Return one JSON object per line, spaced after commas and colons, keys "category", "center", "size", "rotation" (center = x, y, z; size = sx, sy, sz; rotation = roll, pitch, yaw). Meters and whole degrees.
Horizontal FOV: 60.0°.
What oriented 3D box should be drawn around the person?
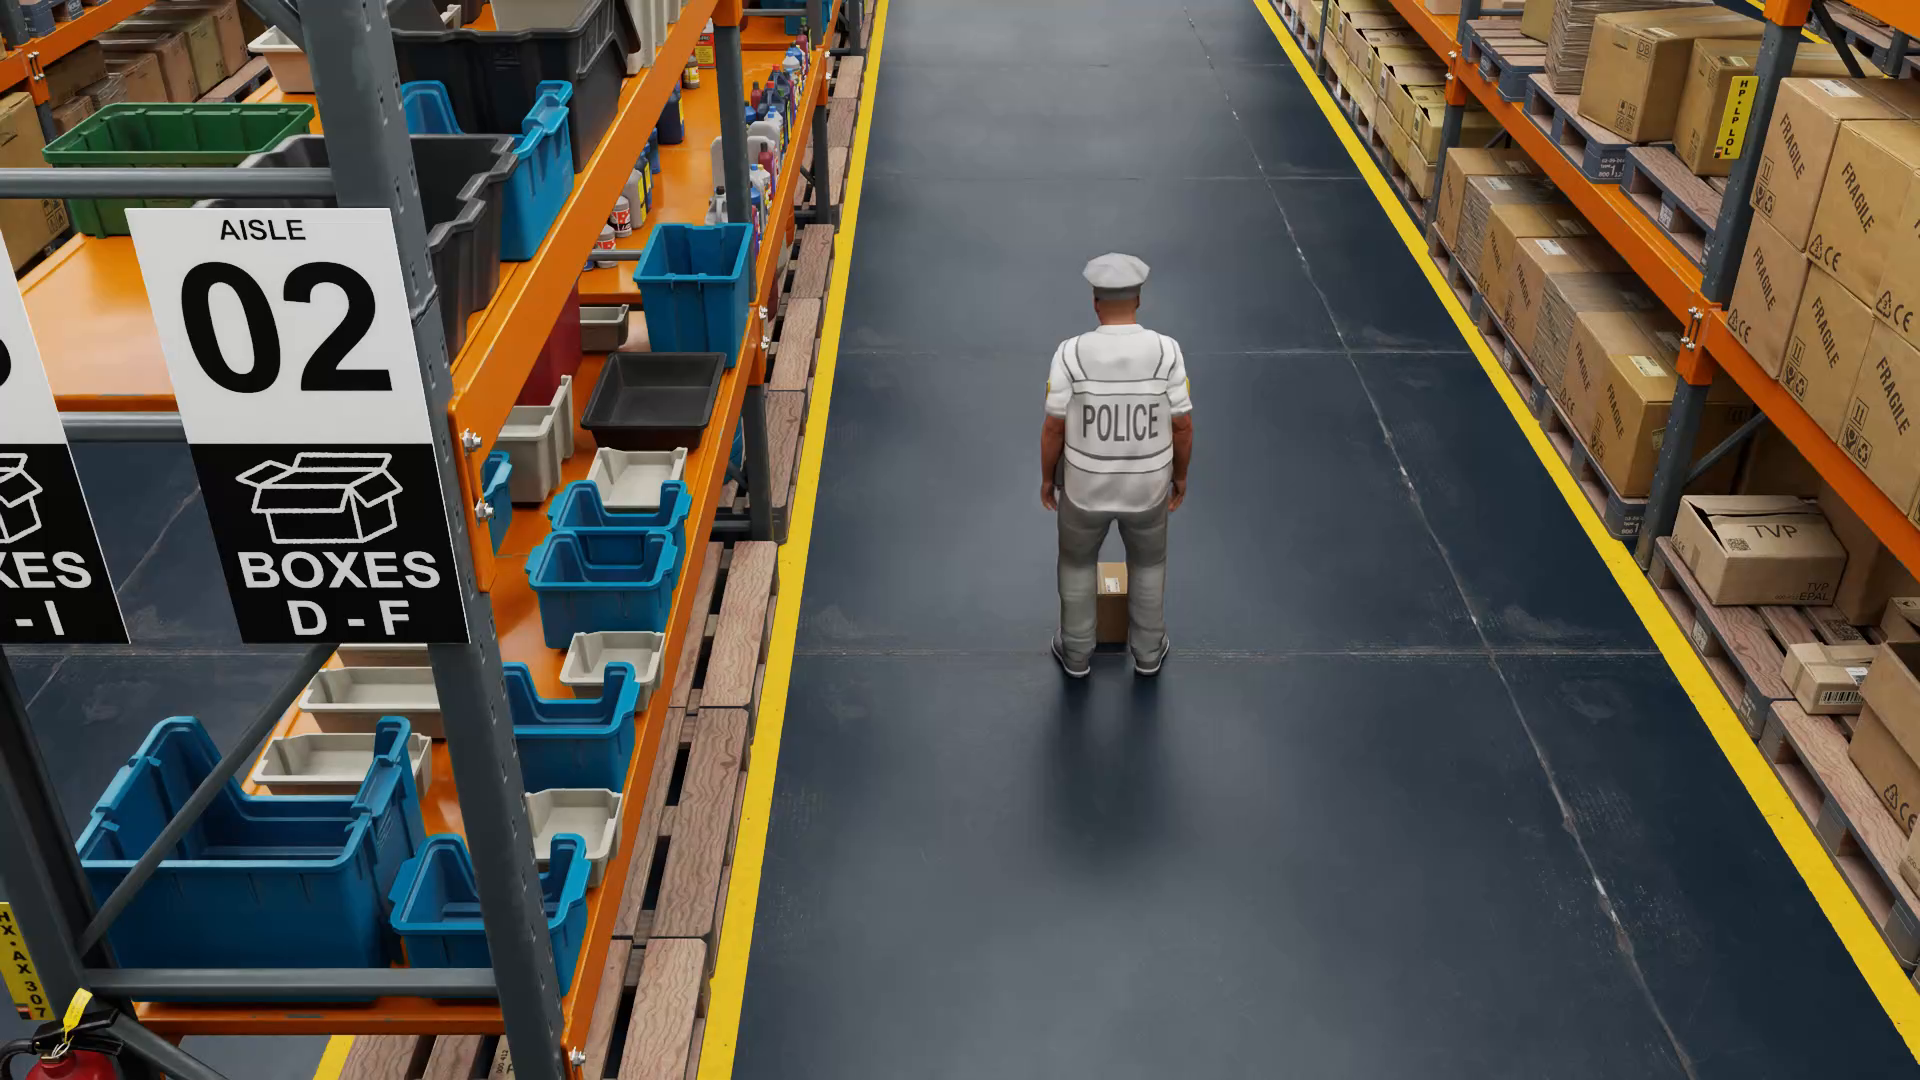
{"category": "person", "center": [0.604, -0.229, 6.504], "size": [0.585, 1.747, 0.439], "rotation": [0, 31, 0]}
